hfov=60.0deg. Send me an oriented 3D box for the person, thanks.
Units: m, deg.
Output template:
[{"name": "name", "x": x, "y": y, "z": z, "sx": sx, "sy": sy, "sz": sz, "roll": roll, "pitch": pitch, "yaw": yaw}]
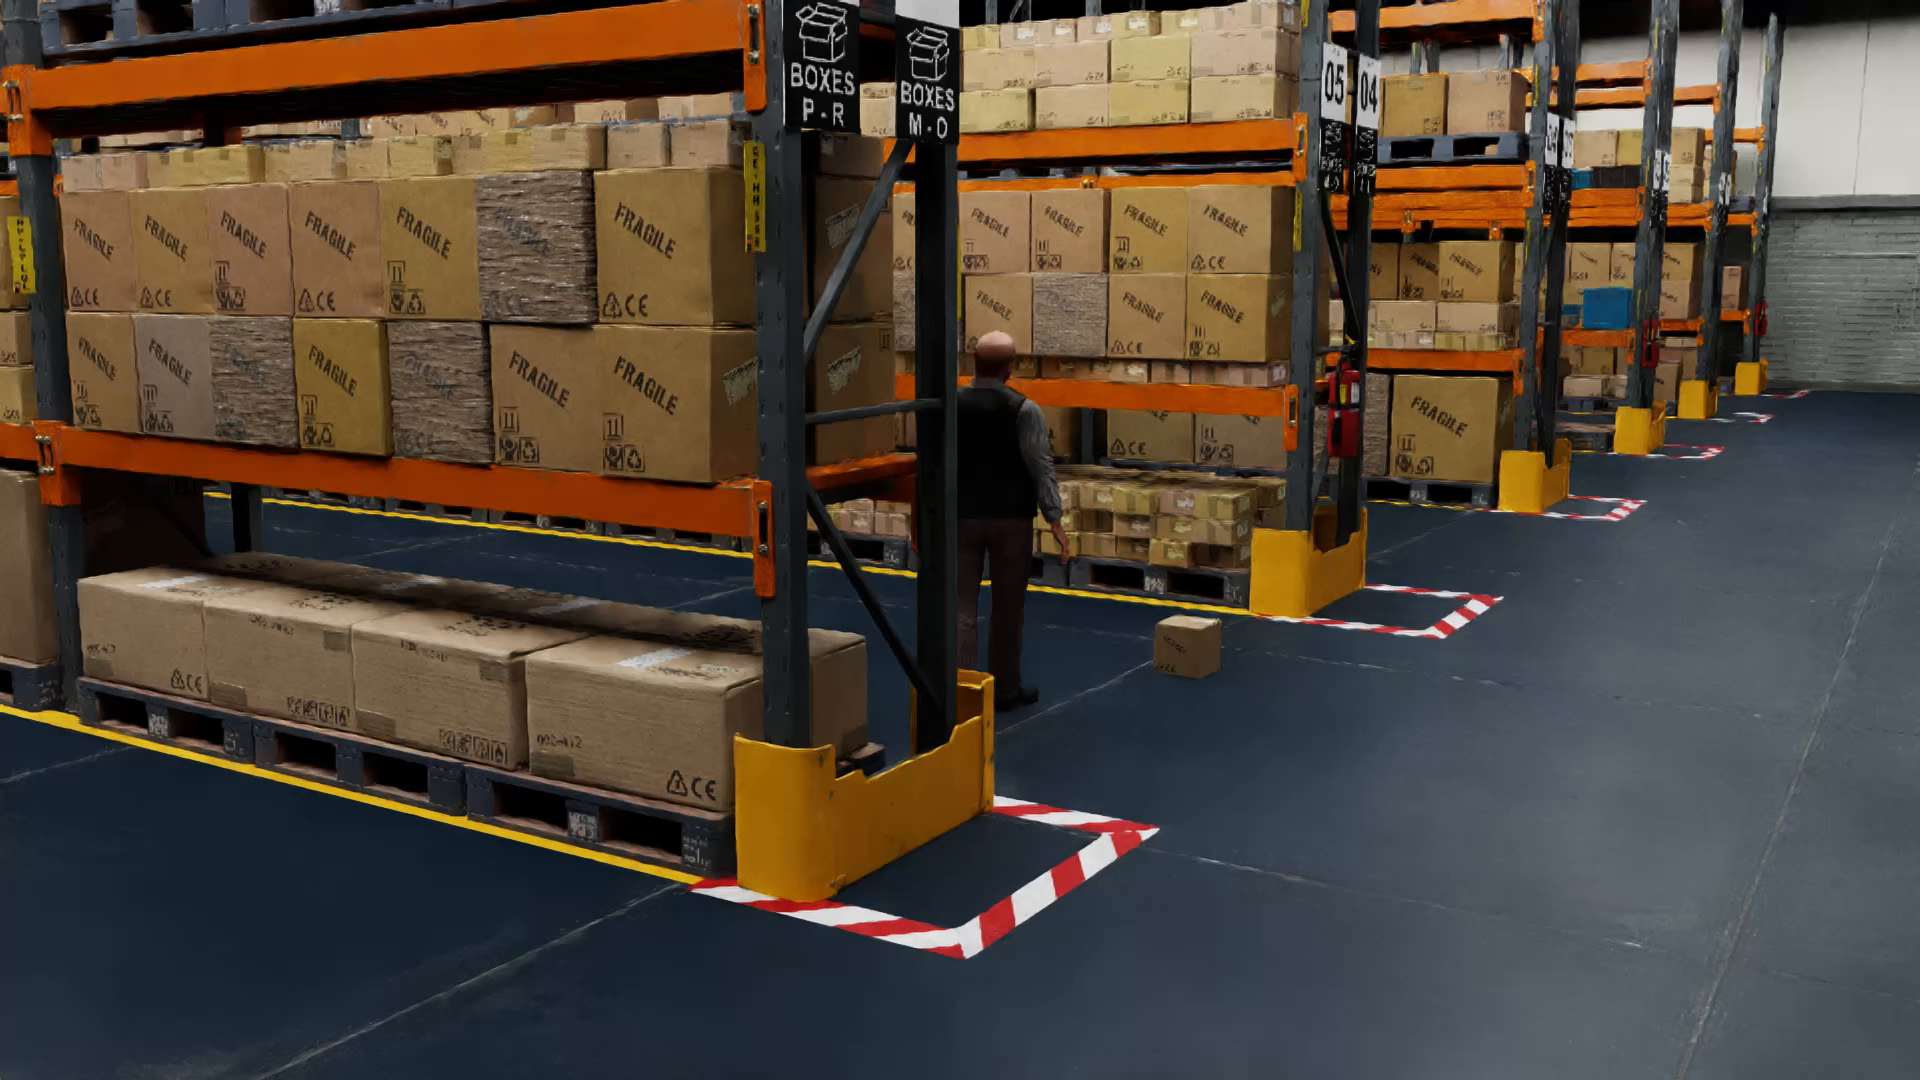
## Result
[{"name": "person", "x": 0.150, "y": -0.059, "z": 7.329, "sx": 0.686, "sy": 1.714, "sz": 0.672, "roll": 1, "pitch": 9, "yaw": 9}]
